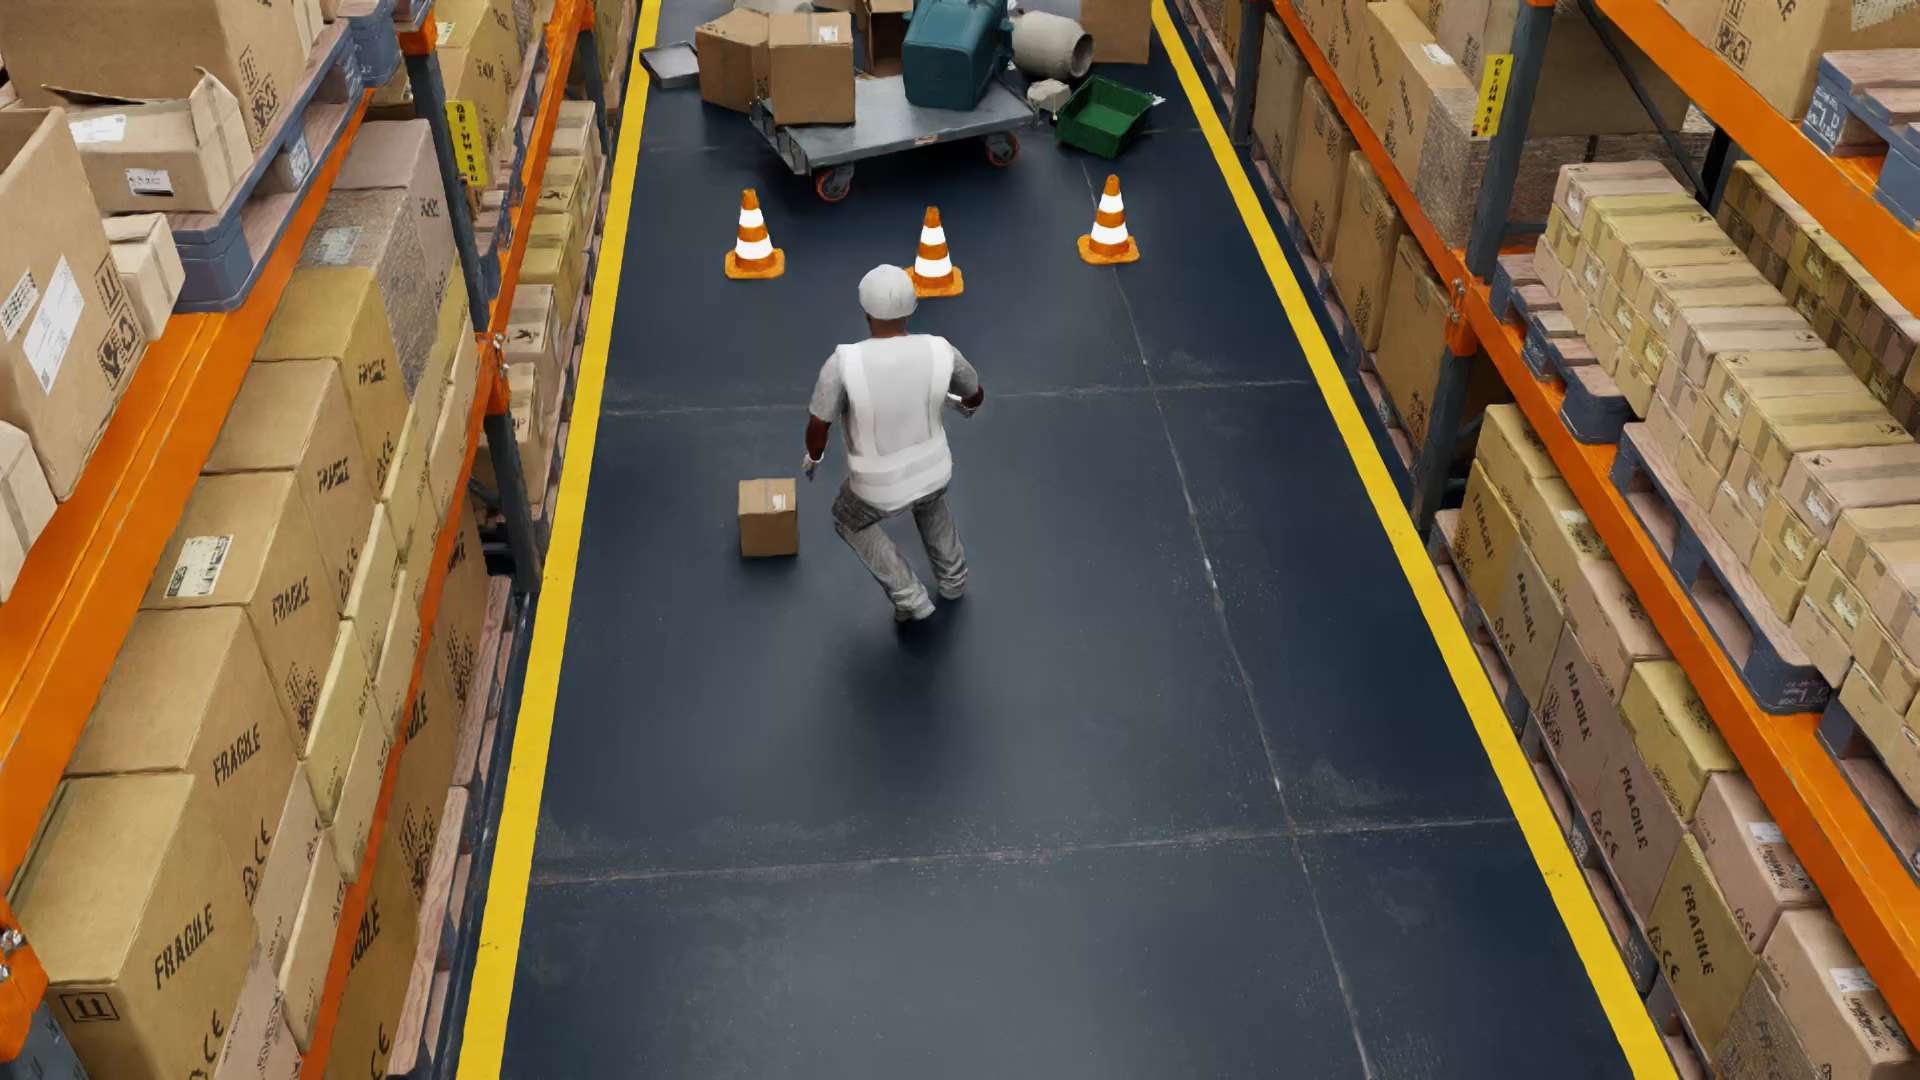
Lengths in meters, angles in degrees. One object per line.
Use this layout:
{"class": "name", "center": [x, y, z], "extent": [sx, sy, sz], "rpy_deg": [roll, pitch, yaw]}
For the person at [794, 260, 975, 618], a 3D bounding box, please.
{"class": "person", "center": [-0.251, -0.353, 6.656], "extent": [0.840, 1.693, 0.506], "rpy_deg": [-21, 43, -24]}
